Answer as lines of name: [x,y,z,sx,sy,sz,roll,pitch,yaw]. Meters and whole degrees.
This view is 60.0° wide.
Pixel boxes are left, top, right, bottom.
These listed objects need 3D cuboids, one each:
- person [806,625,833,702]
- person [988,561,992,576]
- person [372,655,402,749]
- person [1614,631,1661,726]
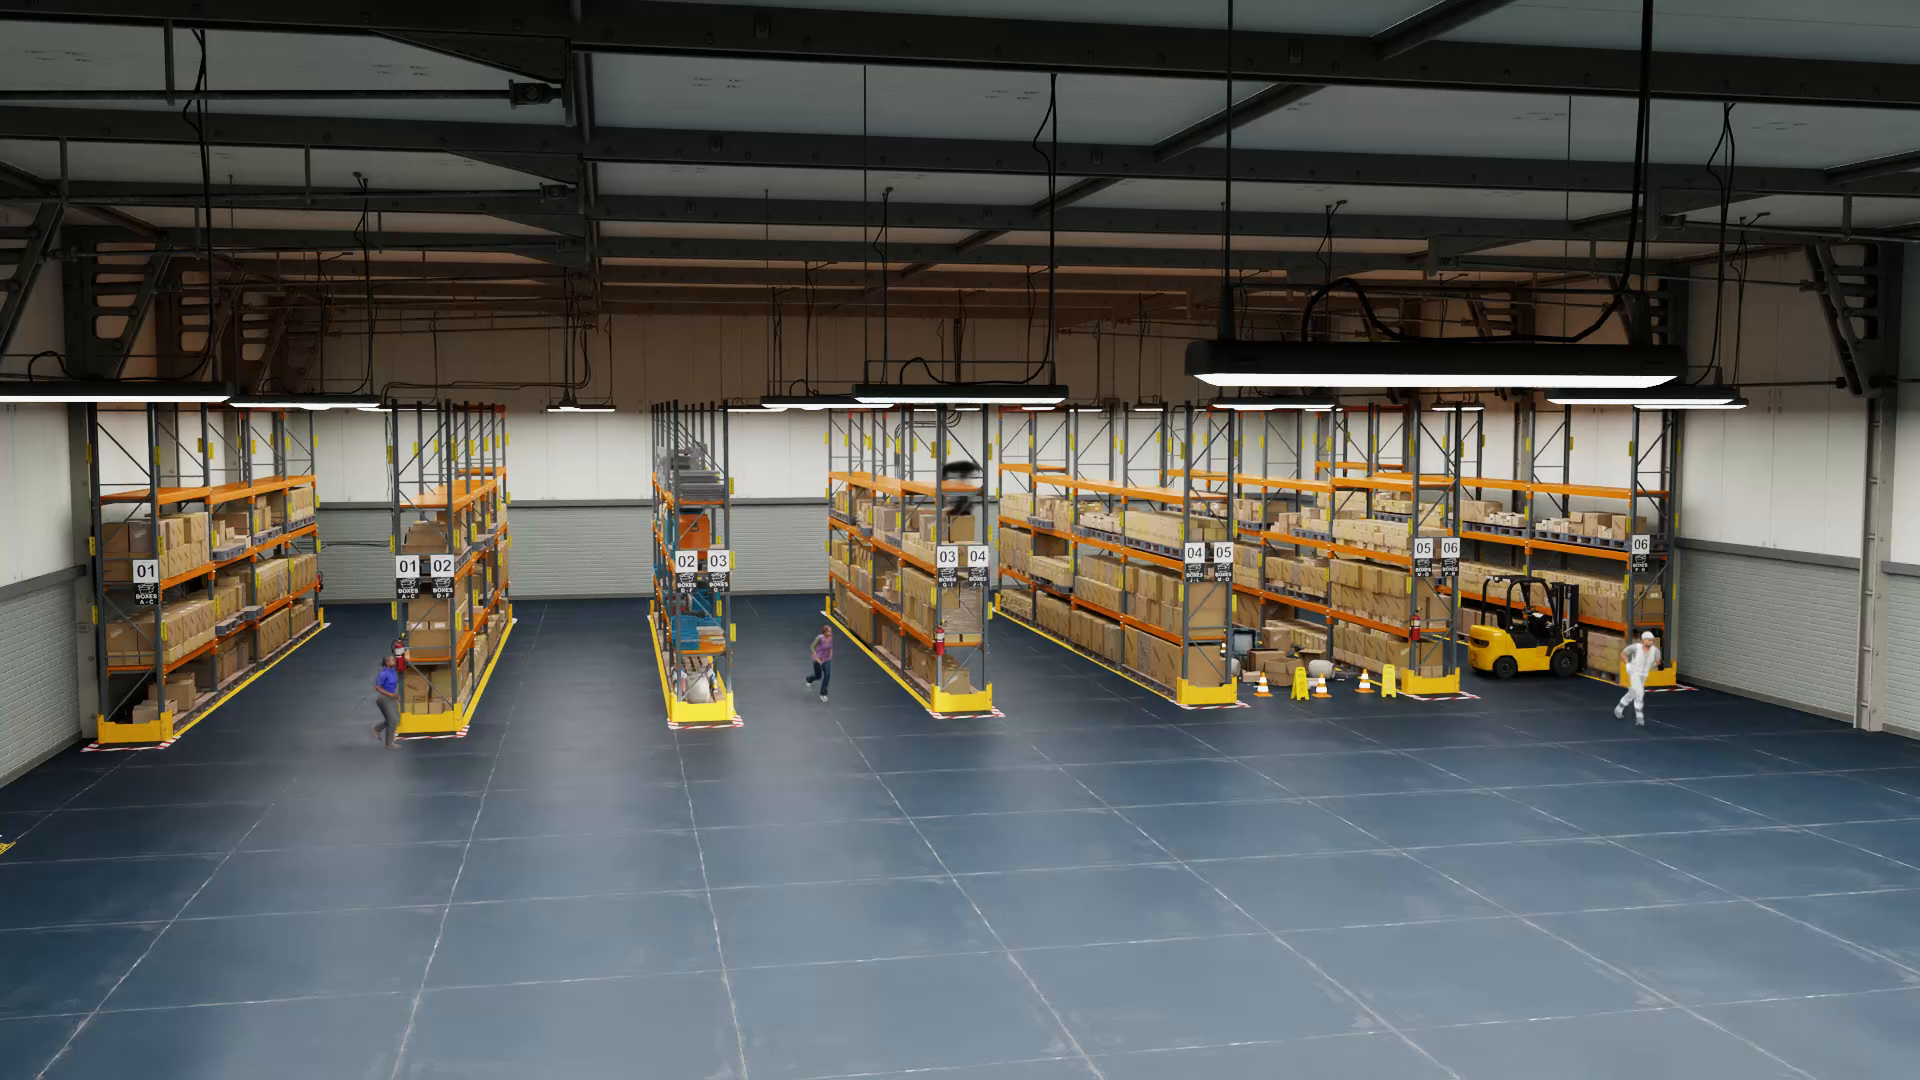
person: [-2.846,2.453,33.505,0.550,1.555,0.858,-4,6,-42]
person: [0.645,1.087,51.382,0.659,1.556,0.735,0,4,1]
person: [-9.867,2.777,28.532,0.611,1.632,0.573,0,4,6]
person: [12.659,2.536,30.989,0.626,1.736,0.877,-1,4,-15]
